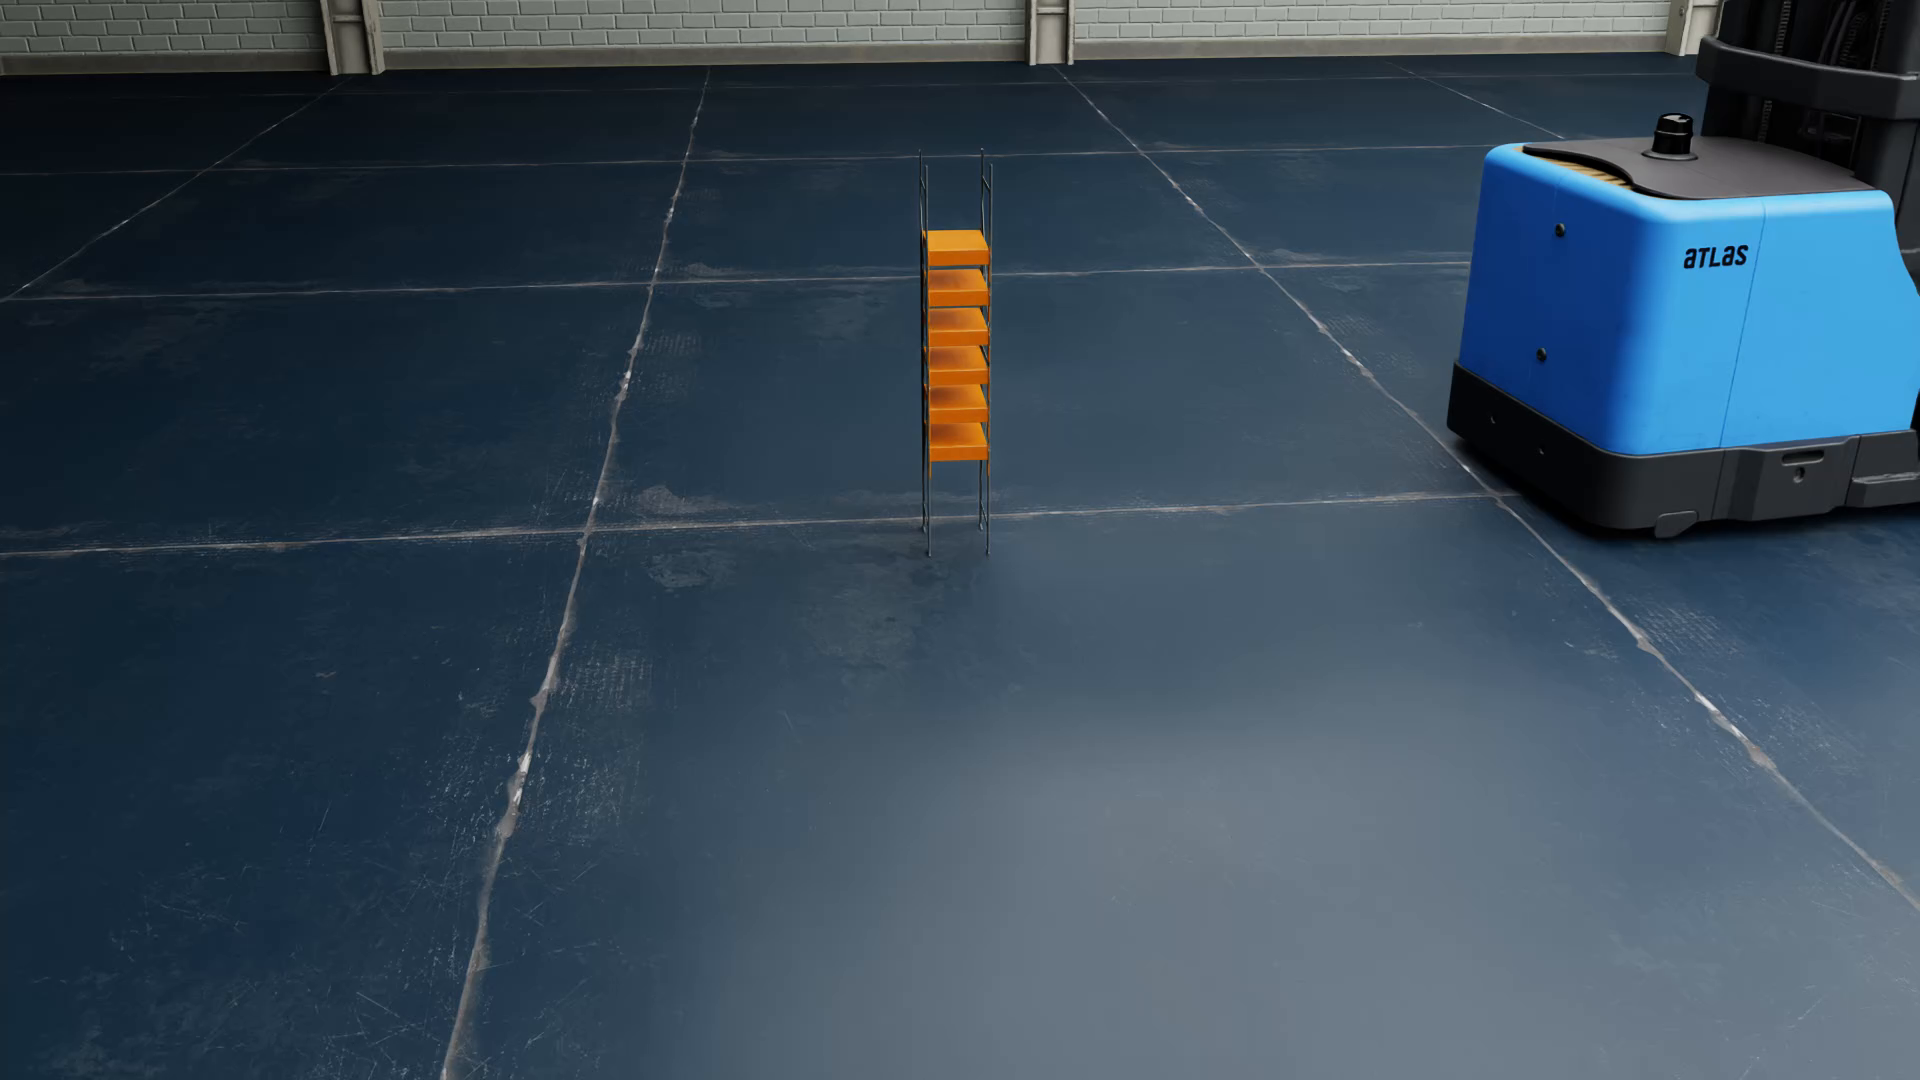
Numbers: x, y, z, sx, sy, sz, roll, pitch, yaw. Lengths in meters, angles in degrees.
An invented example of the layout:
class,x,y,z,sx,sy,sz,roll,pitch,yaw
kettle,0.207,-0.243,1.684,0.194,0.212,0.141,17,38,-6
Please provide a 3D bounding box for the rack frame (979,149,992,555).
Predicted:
class,x,y,z,sx,sy,sz,roll,pitch,yaw
rack frame,0.077,-0.551,5.013,0.006,1.200,0.240,-2,24,-5

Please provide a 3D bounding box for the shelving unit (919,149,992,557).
class,x,y,z,sx,sy,sz,roll,pitch,yaw
shelving unit,-0.014,-0.548,5.005,0.189,1.200,0.258,-2,24,-5

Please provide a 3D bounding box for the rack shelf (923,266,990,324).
class,x,y,z,sx,sy,sz,roll,pitch,yaw
rack shelf,-0.014,-0.726,4.926,0.180,0.103,0.258,-2,24,-5

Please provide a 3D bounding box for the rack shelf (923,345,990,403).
class,x,y,z,sx,sy,sz,roll,pitch,yaw
rack shelf,-0.014,-0.507,5.023,0.180,0.103,0.258,-2,24,-5

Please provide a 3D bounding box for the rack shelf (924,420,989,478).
class,x,y,z,sx,sy,sz,roll,pitch,yaw
rack shelf,-0.014,-0.288,5.121,0.180,0.103,0.258,-2,24,-5

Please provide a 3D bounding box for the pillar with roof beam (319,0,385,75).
class,x,y,z,sx,sy,sz,roll,pitch,yaw
pillar with roof beam,-4.753,-6.398,8.566,0.400,9.000,9.100,-2,24,-5

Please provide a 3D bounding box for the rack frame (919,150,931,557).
class,x,y,z,sx,sy,sz,roll,pitch,yaw
rack frame,-0.105,-0.544,4.997,0.006,1.200,0.240,-2,24,-5

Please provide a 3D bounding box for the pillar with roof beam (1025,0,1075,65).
class,x,y,z,sx,sy,sz,roll,pitch,yaw
pillar with roof beam,1.218,-6.638,9.105,0.400,9.000,9.100,-2,24,-5

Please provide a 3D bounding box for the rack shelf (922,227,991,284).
class,x,y,z,sx,sy,sz,roll,pitch,yaw
rack shelf,-0.014,-0.836,4.877,0.180,0.103,0.258,-2,24,-5

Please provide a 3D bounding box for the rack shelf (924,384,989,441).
class,x,y,z,sx,sy,sz,roll,pitch,yaw
rack shelf,-0.014,-0.397,5.072,0.180,0.103,0.258,-2,24,-5

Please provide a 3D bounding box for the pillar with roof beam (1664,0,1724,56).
class,x,y,z,sx,sy,sz,roll,pitch,yaw
pillar with roof beam,7.189,-6.877,9.644,0.400,9.000,9.100,-2,24,-5

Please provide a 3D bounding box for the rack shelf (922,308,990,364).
class,x,y,z,sx,sy,sz,roll,pitch,yaw
rack shelf,-0.014,-0.617,4.974,0.180,0.103,0.258,-2,24,-5

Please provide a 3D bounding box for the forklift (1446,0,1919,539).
class,x,y,z,sx,sy,sz,roll,pitch,yaw
forklift,3.327,-1.650,5.354,3.031,2.935,1.130,-6,25,-13
